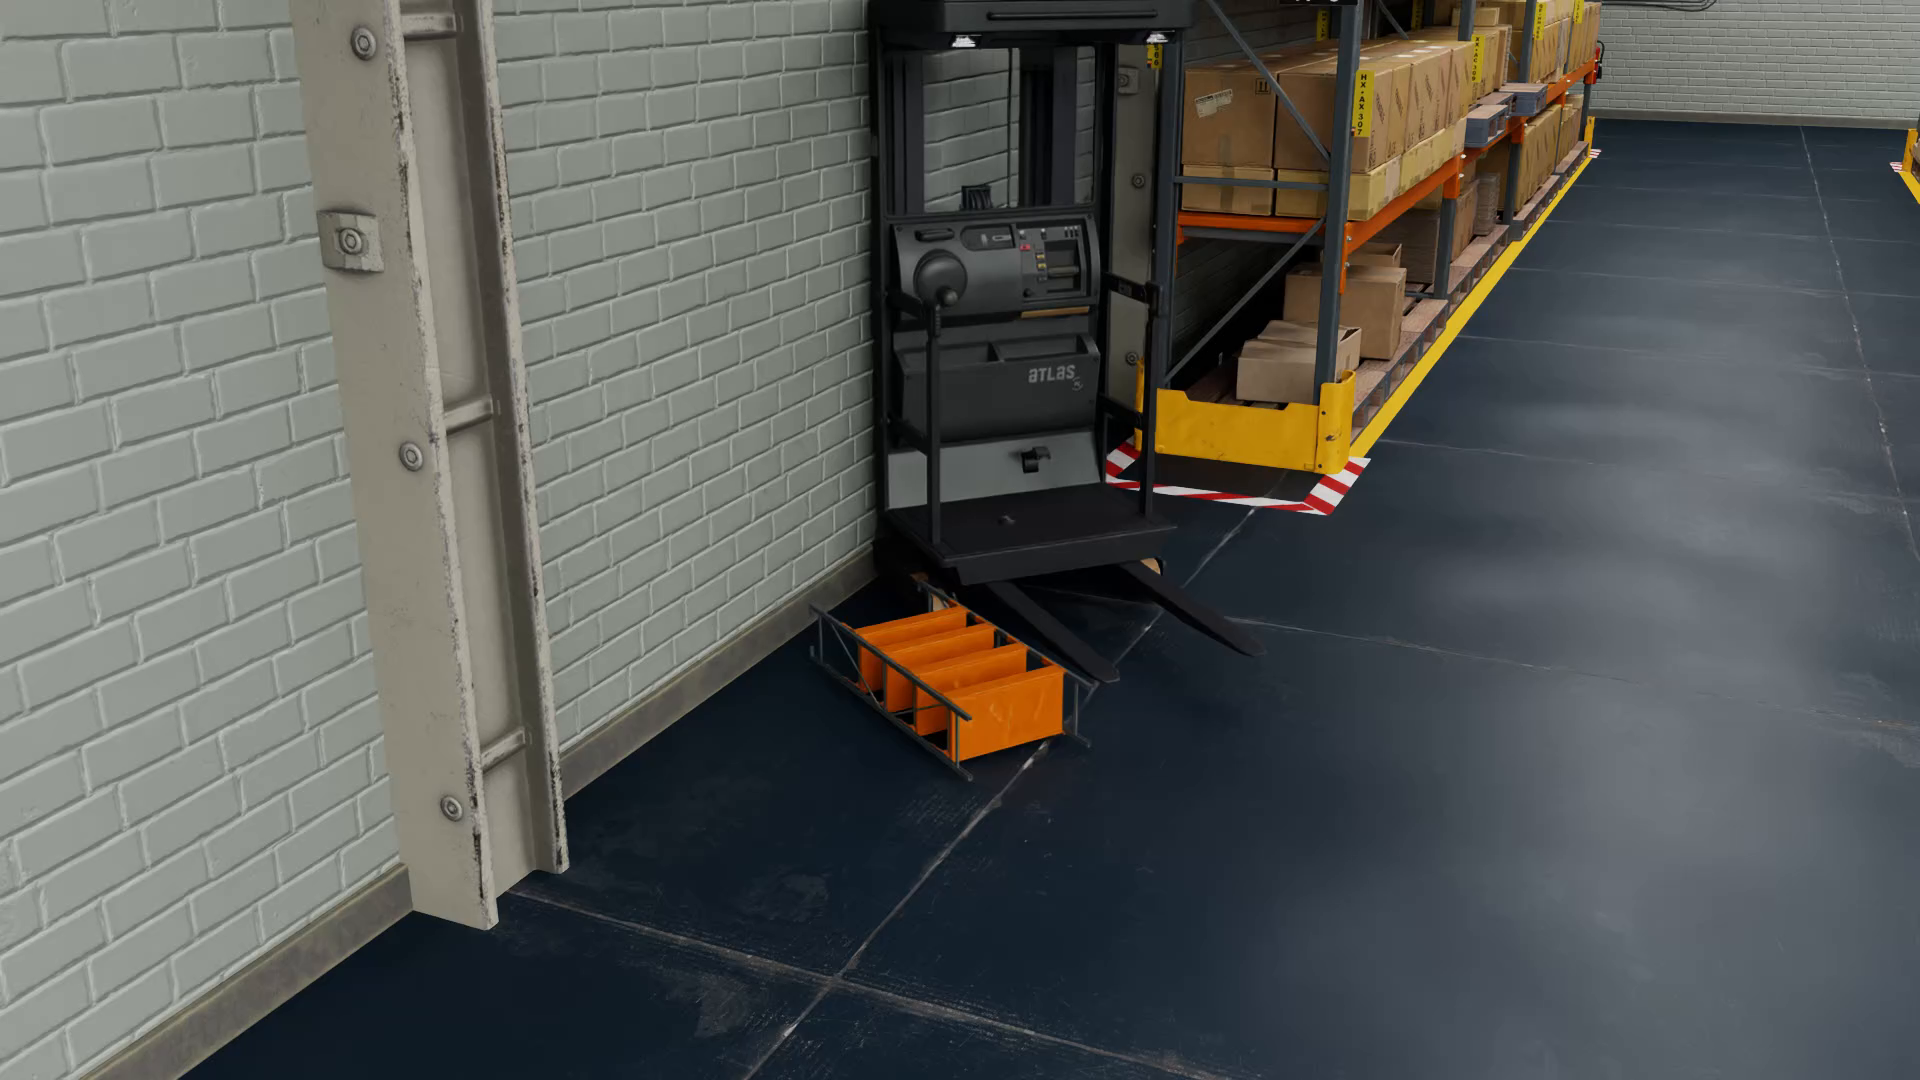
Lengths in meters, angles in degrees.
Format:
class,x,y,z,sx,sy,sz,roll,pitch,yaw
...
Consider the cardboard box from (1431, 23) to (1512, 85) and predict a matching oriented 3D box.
class,x,y,z,sx,sy,sz,roll,pitch,yaw
cardboard box,4.628,-4.424,15.126,0.700,0.500,0.500,6,20,16

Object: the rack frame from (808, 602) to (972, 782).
class,x,y,z,sx,sy,sz,roll,pitch,yaw
rack frame,-0.276,0.527,6.047,0.015,0.240,1.200,-11,23,-29

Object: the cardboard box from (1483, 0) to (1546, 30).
class,x,y,z,sx,sy,sz,roll,pitch,yaw
cardboard box,5.245,-4.977,15.744,0.500,0.250,0.500,9,22,24

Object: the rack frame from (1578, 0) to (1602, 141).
class,x,y,z,sx,sy,sz,roll,pitch,yaw
rack frame,8.088,-6.760,22.501,1.000,3.000,0.127,9,21,23

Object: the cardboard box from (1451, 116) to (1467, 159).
class,x,y,z,sx,sy,sz,roll,pitch,yaw
cardboard box,3.256,-2.844,11.684,0.500,0.250,0.500,9,21,23

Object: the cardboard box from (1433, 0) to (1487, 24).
class,x,y,z,sx,sy,sz,roll,pitch,yaw
cardboard box,4.761,-5.039,15.919,0.500,0.250,0.500,9,22,24

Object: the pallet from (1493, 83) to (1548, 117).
class,x,y,z,sx,sy,sz,roll,pitch,yaw
pallet,4.617,-3.992,15.003,1.213,0.211,1.003,9,21,23

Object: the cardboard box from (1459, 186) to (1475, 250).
class,x,y,z,sx,sy,sz,roll,pitch,yaw
cardboard box,4.070,-2.820,14.495,0.700,0.500,0.500,8,21,22

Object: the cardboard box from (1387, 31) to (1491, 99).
class,x,y,z,sx,sy,sz,roll,pitch,yaw
cardboard box,3.890,-3.873,13.576,0.700,0.500,0.500,12,23,30

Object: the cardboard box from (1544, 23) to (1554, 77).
class,x,y,z,sx,sy,sz,roll,pitch,yaw
cardboard box,5.671,-4.935,16.746,0.500,0.500,0.500,8,21,22

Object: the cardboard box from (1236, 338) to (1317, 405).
class,x,y,z,sx,sy,sz,roll,pitch,yaw
cardboard box,1.901,-1.009,9.685,0.500,0.311,0.500,6,20,17

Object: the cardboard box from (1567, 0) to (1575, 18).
class,x,y,z,sx,sy,sz,roll,pitch,yaw
cardboard box,6.492,-5.910,18.367,0.500,0.250,0.500,9,22,24

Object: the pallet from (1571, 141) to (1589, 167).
class,x,y,z,sx,sy,sz,roll,pitch,yaw
pallet,7.832,-5.191,22.251,1.003,0.211,1.213,9,21,23

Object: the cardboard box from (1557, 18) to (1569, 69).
class,x,y,z,sx,sy,sz,roll,pitch,yaw
cardboard box,6.291,-5.401,18.056,0.500,0.500,0.500,9,21,23

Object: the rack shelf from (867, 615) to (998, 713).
class,x,y,z,sx,sy,sz,roll,pitch,yaw
rack shelf,-0.102,0.466,6.220,0.480,0.258,0.148,-11,23,-29

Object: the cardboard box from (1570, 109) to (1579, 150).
class,x,y,z,sx,sy,sz,roll,pitch,yaw
cardboard box,7.687,-5.400,21.779,0.700,0.500,0.500,8,21,23

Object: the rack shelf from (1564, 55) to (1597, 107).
class,x,y,z,sx,sy,sz,roll,pitch,yaw
rack shelf,7.269,-5.810,20.902,1.077,0.370,4.000,9,21,23

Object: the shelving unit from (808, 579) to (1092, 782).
class,x,y,z,sx,sy,sz,roll,pitch,yaw
shelving unit,-0.067,0.485,6.165,0.503,0.258,1.200,-11,23,-29

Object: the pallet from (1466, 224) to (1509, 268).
class,x,y,z,sx,sy,sz,roll,pitch,yaw
pallet,4.490,-2.762,15.421,1.003,0.211,1.213,9,21,23

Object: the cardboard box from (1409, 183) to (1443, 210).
class,x,y,z,sx,sy,sz,roll,pitch,yaw
cardboard box,3.637,-2.837,13.425,0.500,0.250,0.500,8,21,22

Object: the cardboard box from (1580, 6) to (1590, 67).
class,x,y,z,sx,sy,sz,roll,pitch,yaw
cardboard box,7.280,-6.289,20.727,0.980,0.700,0.700,7,21,20

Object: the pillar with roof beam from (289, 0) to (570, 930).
class,x,y,z,sx,sy,sz,roll,pitch,yaw
pillar with roof beam,2.504,-2.603,1.860,9.100,9.000,0.400,9,21,23

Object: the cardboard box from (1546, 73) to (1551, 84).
class,x,y,z,sx,sy,sz,roll,pitch,yaw
cardboard box,6.125,-4.978,17.836,0.380,0.149,0.250,9,21,23

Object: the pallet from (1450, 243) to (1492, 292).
class,x,y,z,sx,sy,sz,roll,pitch,yaw
pallet,3.989,-2.391,14.376,1.003,0.211,1.213,9,21,23

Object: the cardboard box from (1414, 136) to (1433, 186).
class,x,y,z,sx,sy,sz,roll,pitch,yaw
cardboard box,2.648,-2.383,10.388,0.500,0.250,0.500,9,21,23

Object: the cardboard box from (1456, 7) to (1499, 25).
class,x,y,z,sx,sy,sz,roll,pitch,yaw
cardboard box,4.698,-4.765,15.117,0.380,0.149,0.250,6,20,16

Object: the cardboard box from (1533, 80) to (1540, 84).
class,x,y,z,sx,sy,sz,roll,pitch,yaw
cardboard box,5.455,-4.420,16.266,0.380,0.149,0.250,9,22,24

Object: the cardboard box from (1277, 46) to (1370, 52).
class,x,y,z,sx,sy,sz,roll,pitch,yaw
cardboard box,2.366,-2.960,10.889,0.500,0.500,0.500,9,22,24

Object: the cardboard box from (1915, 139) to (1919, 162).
class,x,y,z,sx,sy,sz,roll,pitch,yaw
cardboard box,11.922,-4.713,20.192,0.500,0.250,0.500,9,21,23

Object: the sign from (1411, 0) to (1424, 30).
class,x,y,z,sx,sy,sz,roll,pitch,yaw
sign,4.304,-4.935,15.642,0.100,0.325,0.005,9,21,23

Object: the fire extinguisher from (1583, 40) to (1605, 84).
class,x,y,z,sx,sy,sz,roll,pitch,yaw
fire extinguisher,8.570,-6.531,22.528,0.296,0.674,0.183,9,21,23

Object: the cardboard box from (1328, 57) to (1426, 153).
class,x,y,z,sx,sy,sz,roll,pitch,yaw
cardboard box,2.434,-2.573,9.801,0.500,0.500,0.500,8,21,21

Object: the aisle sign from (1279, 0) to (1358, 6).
class,x,y,z,sx,sy,sz,roll,pitch,yaw
aisle sign,1.780,-3.031,8.135,0.394,0.787,0.004,9,21,23

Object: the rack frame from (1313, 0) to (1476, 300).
class,x,y,z,sx,sy,sz,roll,pitch,yaw
rack frame,3.174,-3.092,12.186,1.000,3.000,0.127,9,21,23

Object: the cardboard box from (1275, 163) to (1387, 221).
class,x,y,z,sx,sy,sz,roll,pitch,yaw
cardboard box,2.025,-1.913,9.067,0.500,0.250,0.500,8,21,21

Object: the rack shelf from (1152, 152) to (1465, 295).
class,x,y,z,sx,sy,sz,roll,pitch,yaw
rack shelf,2.355,-2.142,10.588,1.077,0.370,4.000,9,21,23

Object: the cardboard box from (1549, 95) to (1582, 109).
class,x,y,z,sx,sy,sz,roll,pitch,yaw
cardboard box,7.902,-5.716,21.700,0.380,0.149,0.250,9,22,24

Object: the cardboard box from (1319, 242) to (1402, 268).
class,x,y,z,sx,sy,sz,roll,pitch,yaw
cardboard box,2.785,-1.799,11.624,0.500,0.500,0.500,7,21,19

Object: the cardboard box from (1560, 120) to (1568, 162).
class,x,y,z,sx,sy,sz,roll,pitch,yaw
cardboard box,7.058,-4.925,20.445,0.700,0.500,0.500,8,21,22

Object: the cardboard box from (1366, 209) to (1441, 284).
class,x,y,z,sx,sy,sz,roll,pitch,yaw
cardboard box,3.460,-2.349,13.170,0.700,0.500,0.500,9,22,25

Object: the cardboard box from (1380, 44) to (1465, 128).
class,x,y,z,sx,sy,sz,roll,pitch,yaw
cardboard box,3.063,-3.044,11.125,0.500,0.500,0.500,8,21,22

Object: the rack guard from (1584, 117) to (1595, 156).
class,x,y,z,sx,sy,sz,roll,pitch,yaw
rack guard,8.097,-5.590,22.940,1.175,0.500,0.348,9,21,23

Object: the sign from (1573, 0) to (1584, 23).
class,x,y,z,sx,sy,sz,roll,pitch,yaw
sign,6.949,-5.974,18.681,0.100,0.325,0.005,9,21,23

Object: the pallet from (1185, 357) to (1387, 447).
class,x,y,z,sx,sy,sz,roll,pitch,yaw
pallet,1.932,-0.822,9.965,1.003,0.211,1.213,9,21,23

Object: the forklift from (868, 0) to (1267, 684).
class,x,y,z,sx,sy,sz,roll,pitch,yaw
forklift,0.248,-1.179,6.908,1.130,2.935,3.031,-8,21,-21

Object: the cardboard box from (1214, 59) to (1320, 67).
class,x,y,z,sx,sy,sz,roll,pitch,yaw
cardboard box,1.750,-2.487,9.560,0.500,0.500,0.500,9,21,23

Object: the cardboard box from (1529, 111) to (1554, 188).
class,x,y,z,sx,sy,sz,roll,pitch,yaw
cardboard box,5.941,-4.234,17.978,0.750,0.750,0.750,9,22,24
